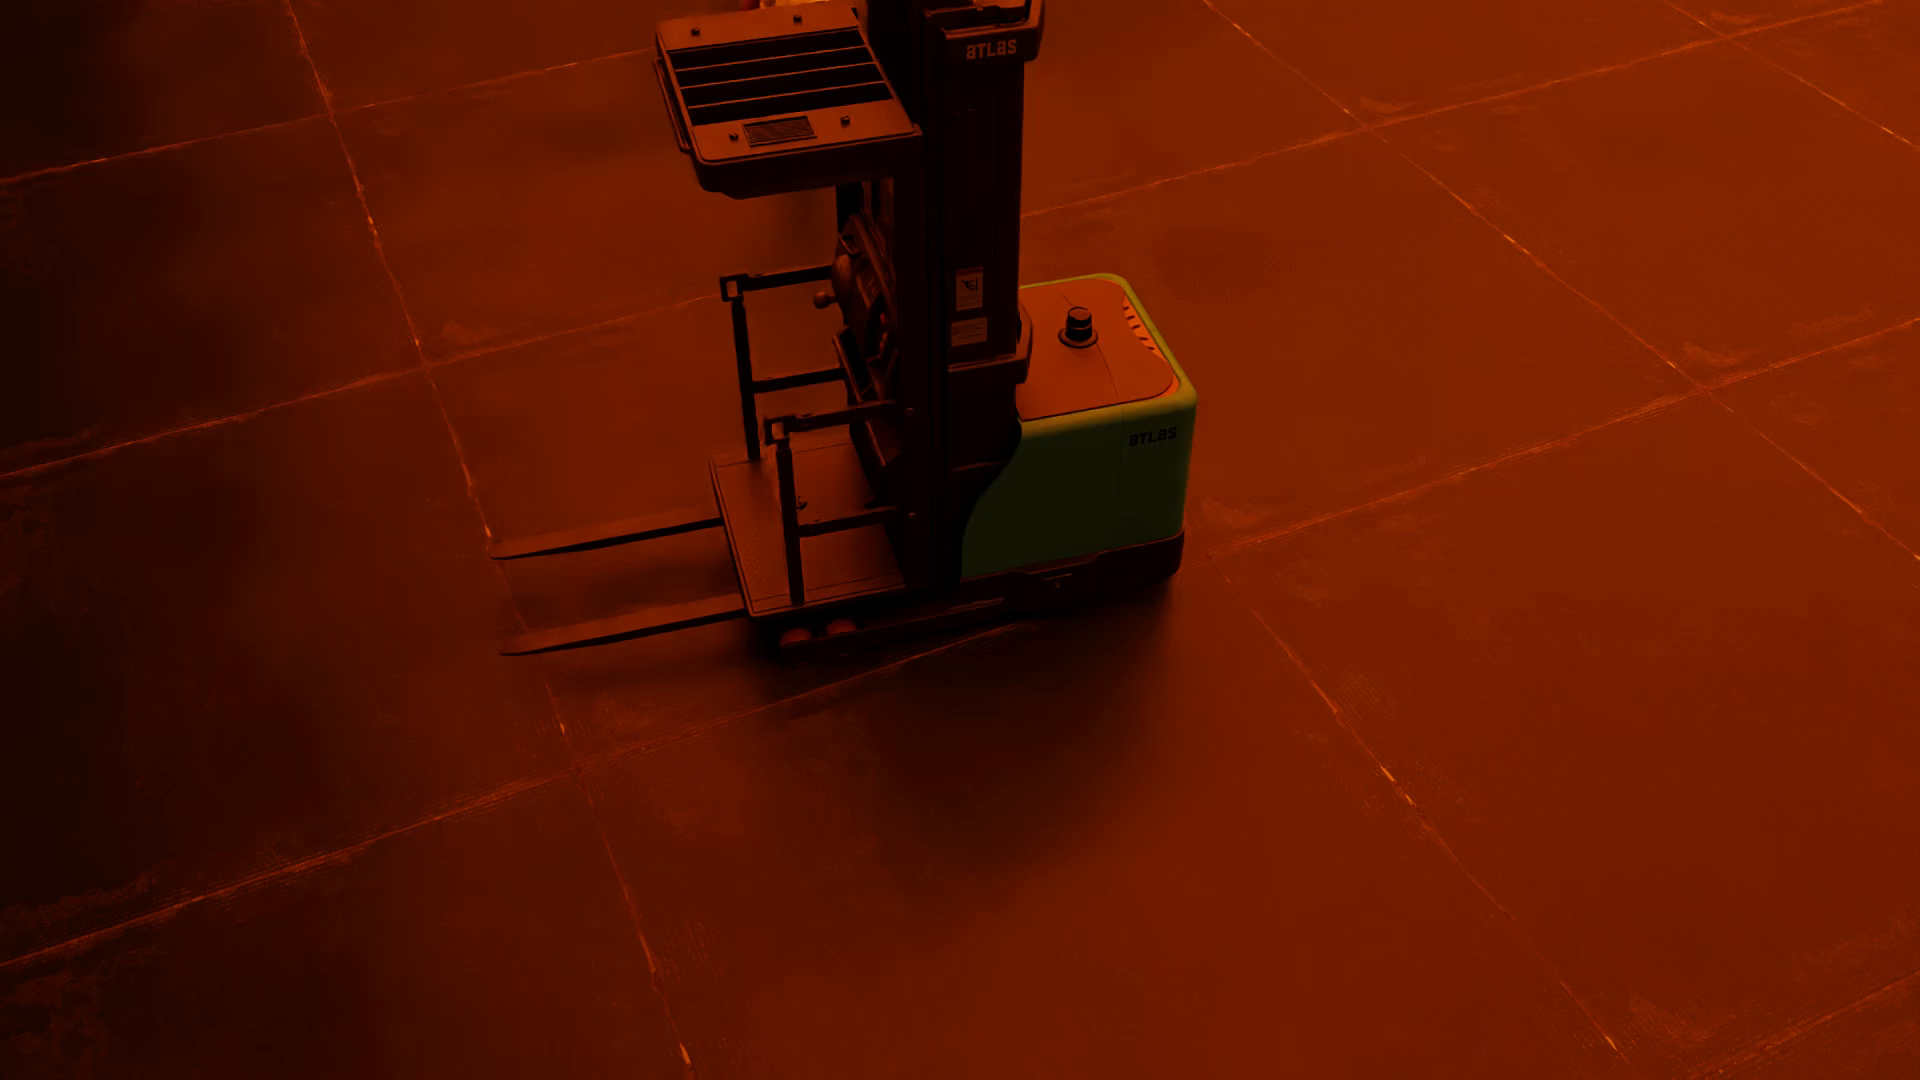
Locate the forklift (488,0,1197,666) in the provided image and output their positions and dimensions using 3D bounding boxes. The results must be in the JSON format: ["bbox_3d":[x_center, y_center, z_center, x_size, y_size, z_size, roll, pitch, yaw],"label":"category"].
[{"bbox_3d":[-0.568,-0.929,6.676,3.031,2.935,1.130,-11,44,-12],"label":"forklift"}]

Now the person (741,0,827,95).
[{"bbox_3d":[-1.049,-3.068,9.799,0.655,1.781,0.577,-28,50,-27],"label":"person"}]
